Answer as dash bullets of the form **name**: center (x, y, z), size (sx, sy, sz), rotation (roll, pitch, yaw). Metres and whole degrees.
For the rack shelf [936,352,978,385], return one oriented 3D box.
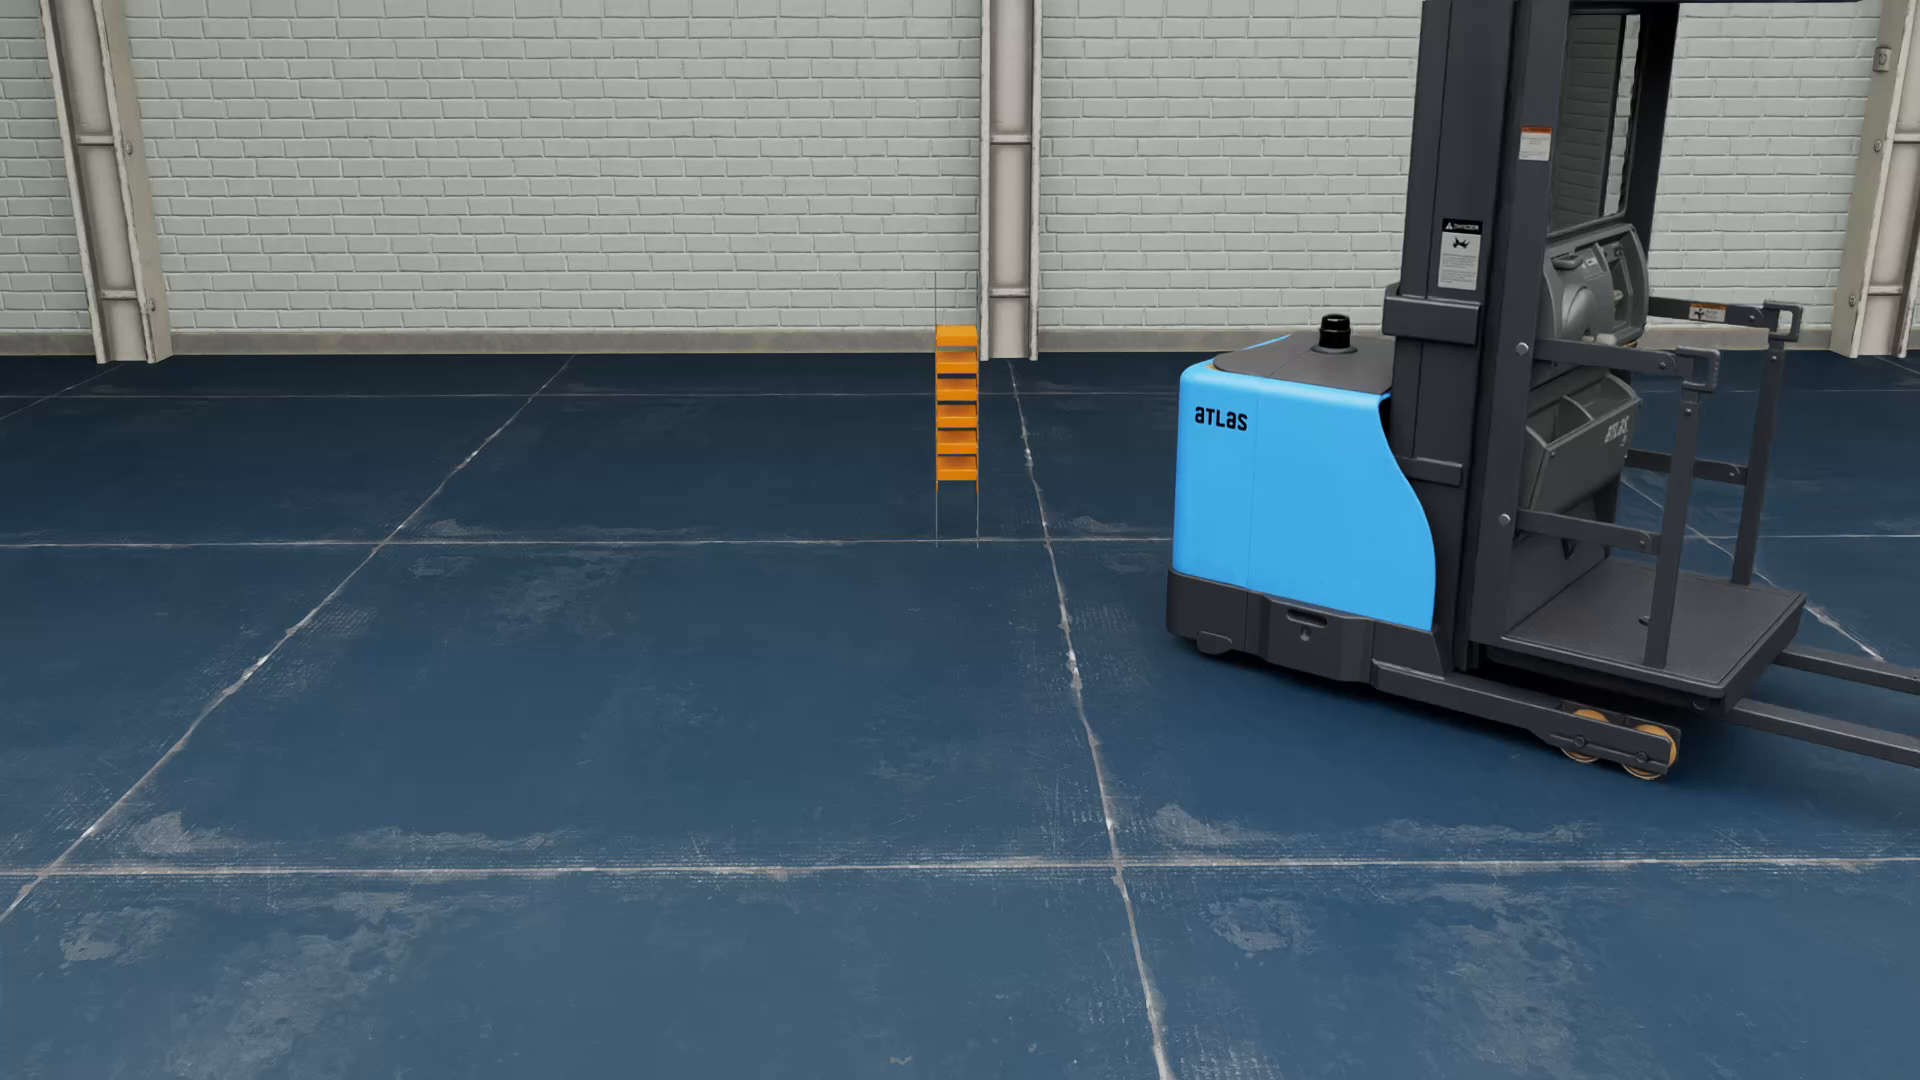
- **rack shelf**: center (-0.014, -0.757, 7.304), size (0.180, 0.103, 0.258), rotation (0, 18, -1)

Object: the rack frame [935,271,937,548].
- **rack frame**: center (-0.106, -0.571, 7.363), size (0.006, 1.200, 0.240), rotation (0, 18, -1)

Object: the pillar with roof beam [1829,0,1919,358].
- **pillar with roof beam**: center (6.399, -4.276, 6.146), size (0.400, 9.000, 9.100), rotation (0, 18, -1)

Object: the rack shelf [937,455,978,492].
- **rack shelf**: center (-0.014, -0.300, 7.451), size (0.180, 0.103, 0.258), rotation (0, 18, -1)

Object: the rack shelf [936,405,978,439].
- **rack shelf**: center (-0.014, -0.529, 7.378), size (0.180, 0.103, 0.258), rotation (0, 18, -1)

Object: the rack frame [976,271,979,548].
- **rack frame**: center (0.077, -0.572, 7.365), size (0.006, 1.200, 0.240), rotation (0, 18, -1)

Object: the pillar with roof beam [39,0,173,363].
- **pillar with roof beam**: center (-5.599, -4.218, 5.966), size (0.400, 9.000, 9.100), rotation (0, 18, -1)

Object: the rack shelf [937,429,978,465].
- **rack shelf**: center (-0.014, -0.415, 7.414), size (0.180, 0.103, 0.258), rotation (0, 18, -1)

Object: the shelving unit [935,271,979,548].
- **shelving unit**: center (-0.014, -0.571, 7.364), size (0.189, 1.200, 0.258), rotation (0, 18, -1)

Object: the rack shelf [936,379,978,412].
- **rack shelf**: center (-0.014, -0.643, 7.341), size (0.180, 0.103, 0.258), rotation (0, 18, -1)

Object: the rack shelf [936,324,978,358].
- **rack shelf**: center (-0.014, -0.872, 7.268), size (0.180, 0.103, 0.258), rotation (0, 18, -1)

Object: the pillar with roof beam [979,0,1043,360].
- **pillar with roof beam**: center (0.400, -4.247, 6.056), size (0.400, 9.000, 9.100), rotation (0, 18, -1)

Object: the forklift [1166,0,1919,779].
- **forklift**: center (2.247, -0.829, 5.334), size (3.031, 2.935, 1.130), rotation (14, 22, 36)
